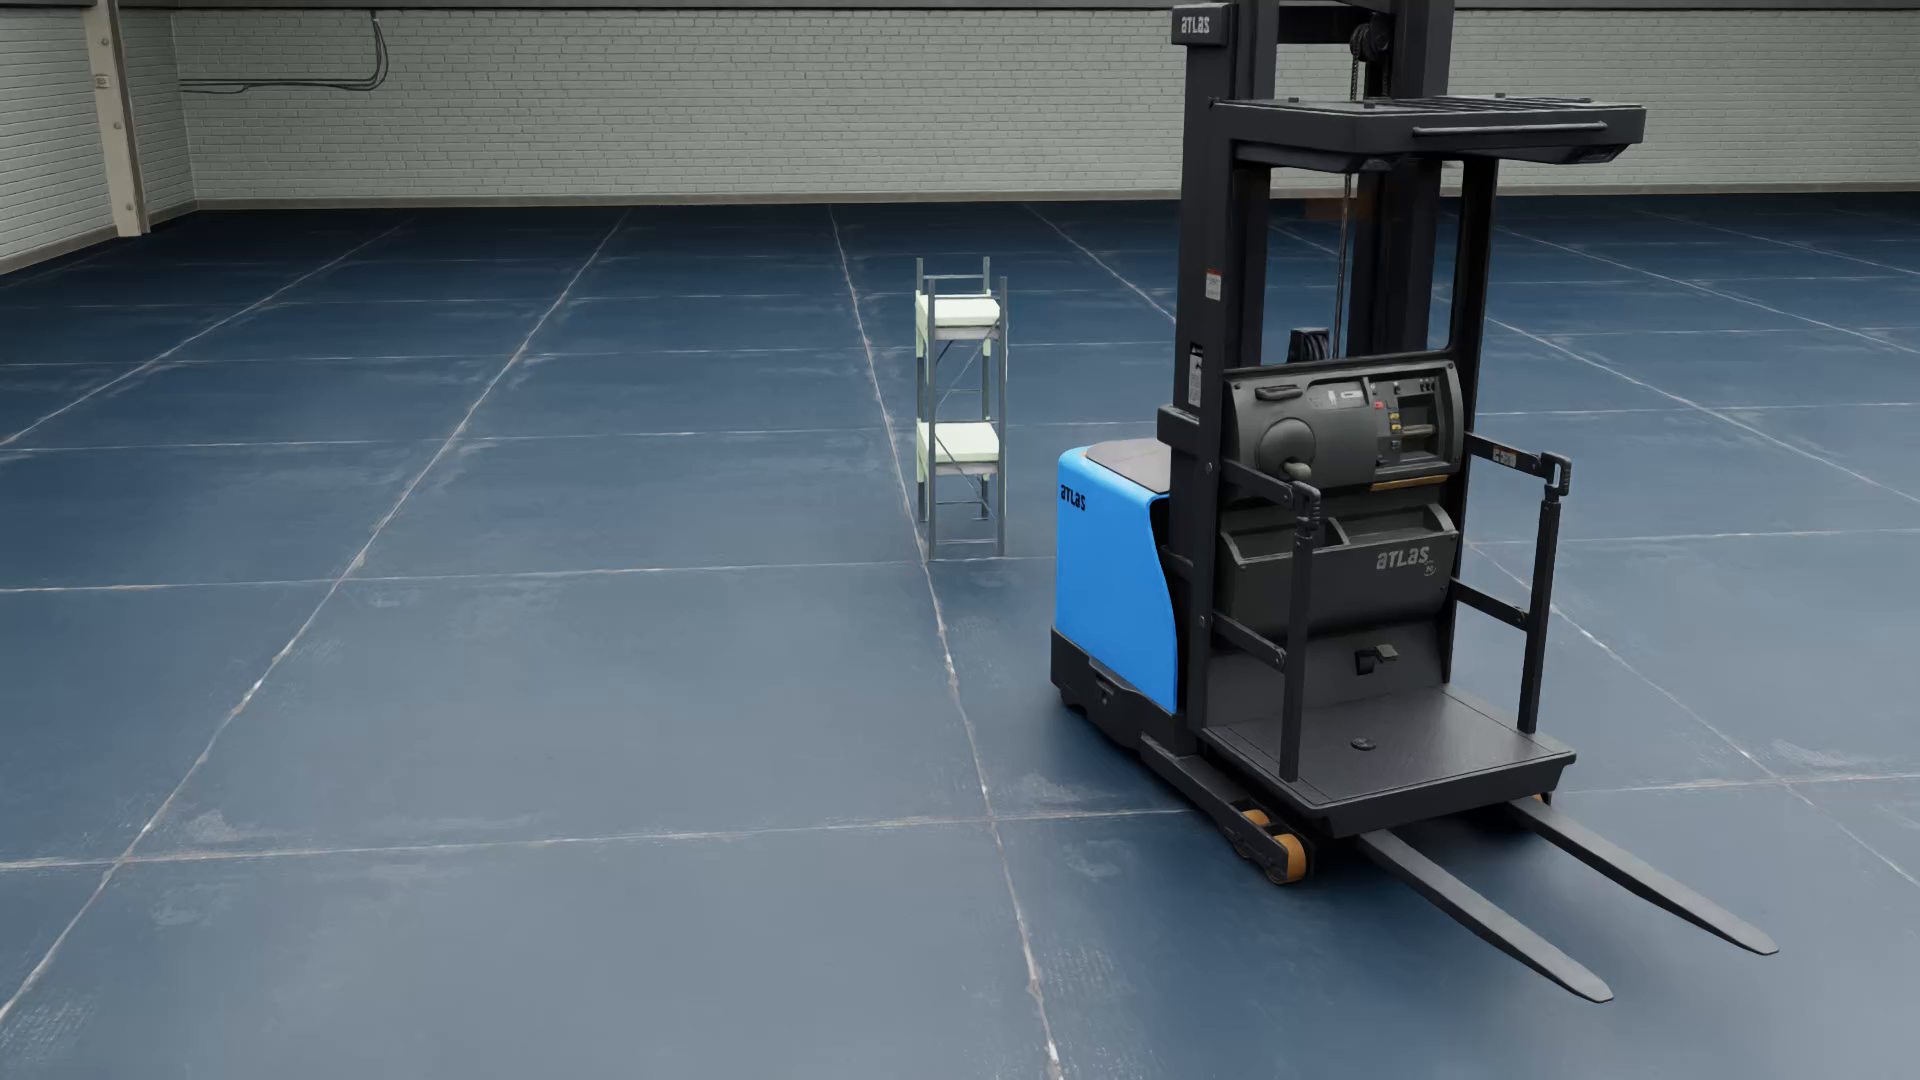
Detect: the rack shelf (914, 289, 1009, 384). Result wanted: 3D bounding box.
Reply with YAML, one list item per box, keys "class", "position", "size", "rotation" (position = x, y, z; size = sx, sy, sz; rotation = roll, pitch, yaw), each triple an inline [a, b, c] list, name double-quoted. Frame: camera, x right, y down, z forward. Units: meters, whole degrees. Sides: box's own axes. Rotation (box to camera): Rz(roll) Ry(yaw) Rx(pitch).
- class: "rack shelf"
  position: [-0.001, -1.090, 8.842]
  size: [0.431, 0.370, 0.720]
  rotation: [-2, 18, -6]

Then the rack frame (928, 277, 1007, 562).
- class: "rack frame"
  position: [0.037, -0.609, 8.611]
  size: [0.400, 1.500, 0.023]
  rotation: [-2, 18, -6]

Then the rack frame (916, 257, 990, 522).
- class: "rack frame"
  position: [-0.038, -0.827, 9.306]
  size: [0.400, 1.500, 0.023]
  rotation: [-2, 18, -6]

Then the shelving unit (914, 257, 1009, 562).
- class: "shelving unit"
  position: [-0.001, -0.718, 8.959]
  size: [0.431, 1.500, 0.755]
  rotation: [-2, 18, -6]

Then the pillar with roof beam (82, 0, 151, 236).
- class: "pillar with roof beam"
  position: [-6.724, -8.496, 21.215]
  size: [9.100, 9.000, 0.400]
  rotation: [-2, 18, -6]

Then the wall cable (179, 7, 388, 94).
- class: "wall cable"
  position: [-9.994, -7.800, 24.183]
  size: [3.097, 2.526, 0.112]
  rotation: [-2, 18, -6]

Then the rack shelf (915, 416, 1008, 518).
- class: "rack shelf"
  position: [-0.001, -0.407, 9.056]
  size: [0.431, 0.370, 0.720]
  rotation: [-2, 18, -6]

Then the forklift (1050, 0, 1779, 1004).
- class: "forklift"
  position: [1.428, -0.399, 5.553]
  size: [1.130, 2.935, 3.031]
  rotation: [-7, 19, -22]
